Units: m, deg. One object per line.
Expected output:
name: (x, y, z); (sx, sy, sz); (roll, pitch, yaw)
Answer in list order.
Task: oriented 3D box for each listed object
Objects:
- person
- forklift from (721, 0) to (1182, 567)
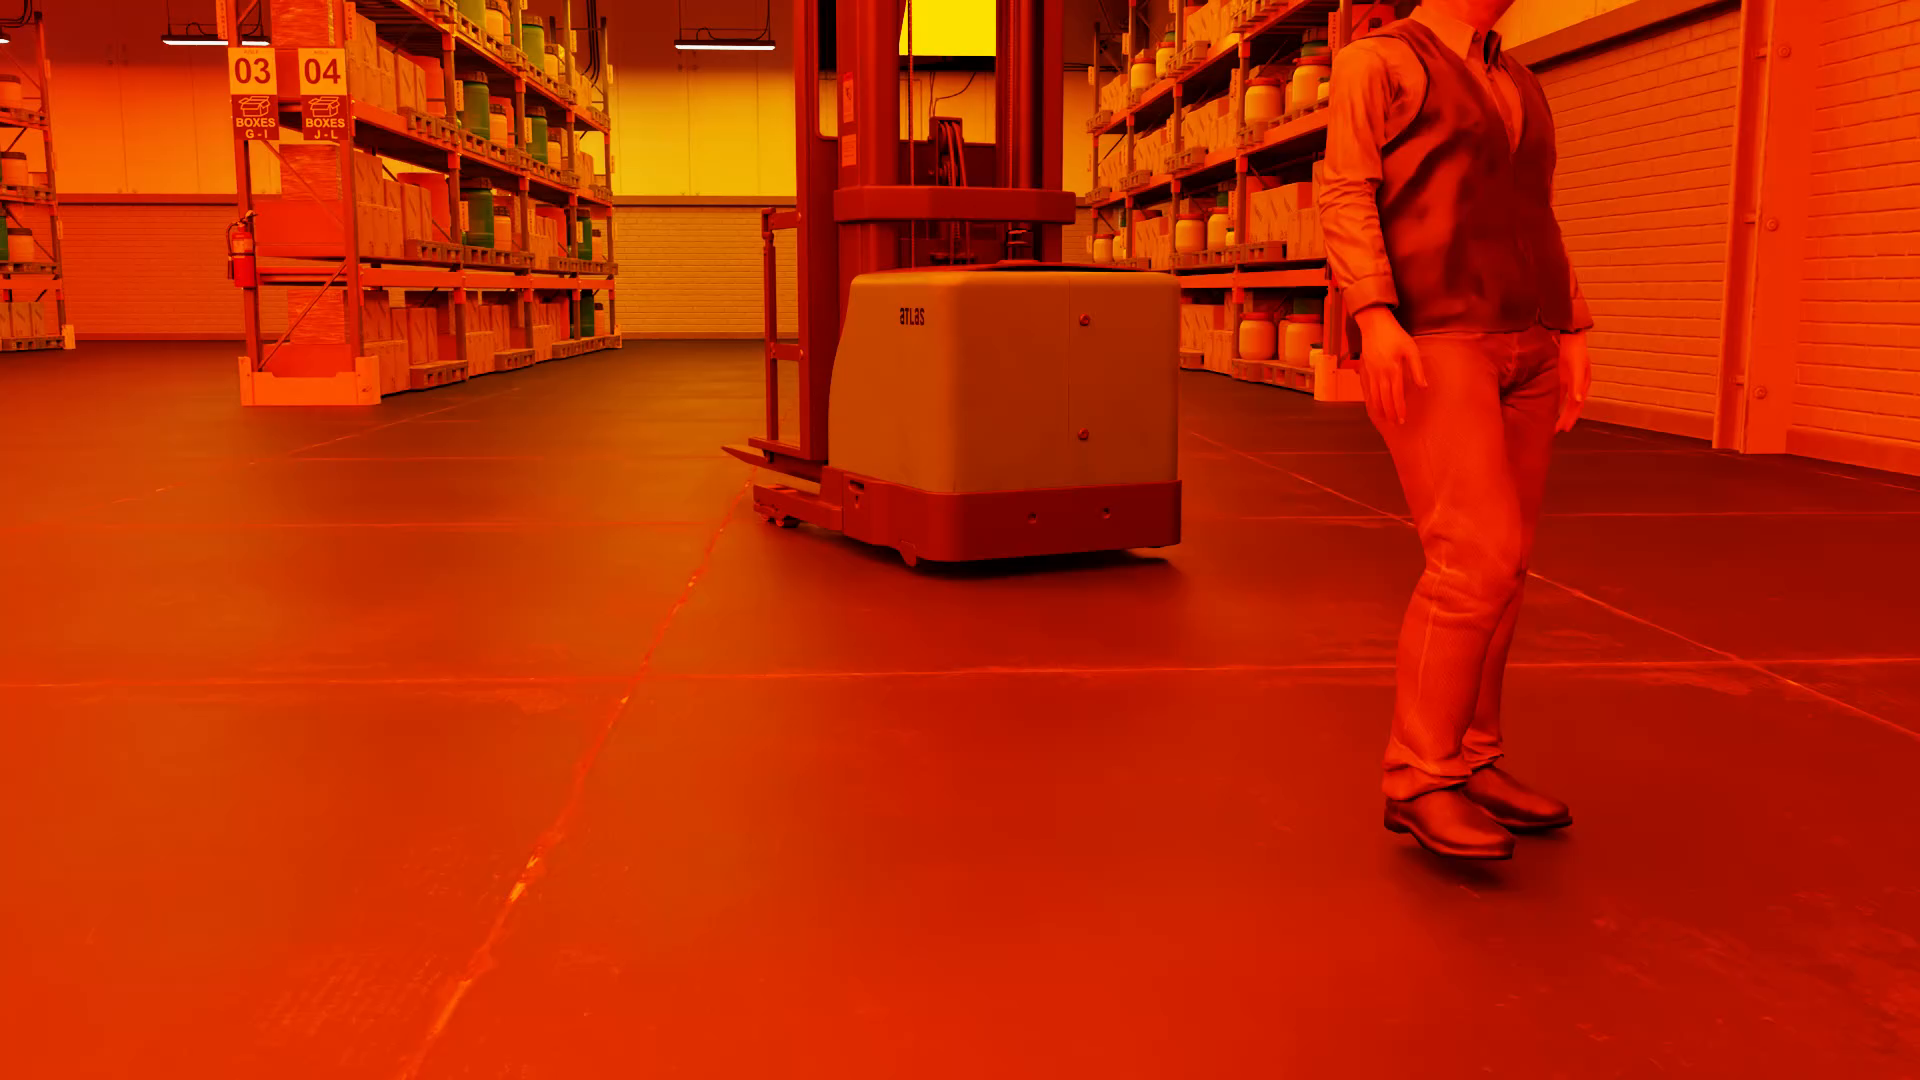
person: (0.974, -0.319, 3.060); (0.636, 1.721, 0.576); (-6, 10, -34)
forklift: (-0.264, -1.530, 7.137); (1.130, 2.935, 3.031); (-4, 9, -25)
